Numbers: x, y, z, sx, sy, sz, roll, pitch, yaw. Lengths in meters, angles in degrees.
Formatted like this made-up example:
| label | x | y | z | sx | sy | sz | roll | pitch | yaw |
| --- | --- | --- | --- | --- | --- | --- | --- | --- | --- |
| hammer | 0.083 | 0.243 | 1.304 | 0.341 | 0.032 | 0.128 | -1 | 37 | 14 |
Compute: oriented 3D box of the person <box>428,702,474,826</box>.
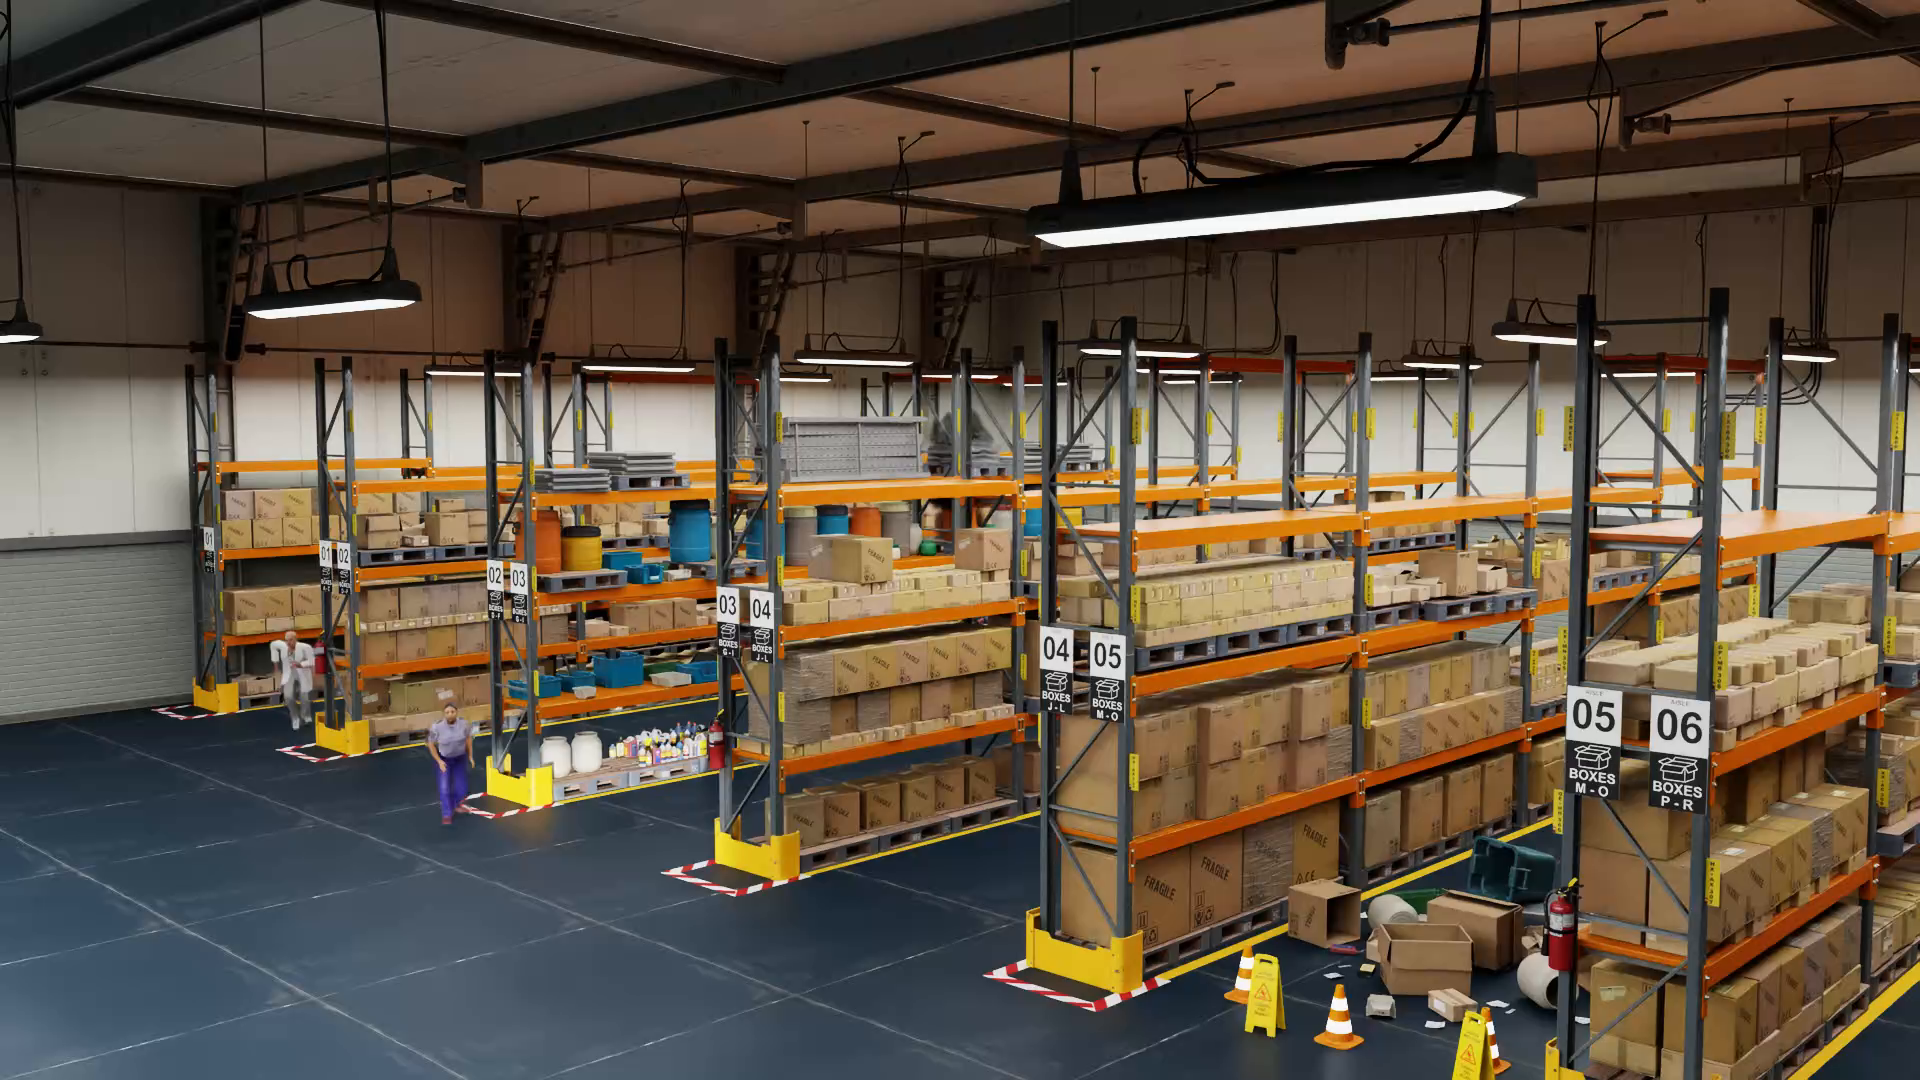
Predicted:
| label | x | y | z | sx | sy | sz | roll | pitch | yaw |
| --- | --- | --- | --- | --- | --- | --- | --- | --- | --- |
| person | -6.420 | 2.790 | 20.926 | 0.610 | 1.572 | 0.717 | -3 | 5 | -36 |

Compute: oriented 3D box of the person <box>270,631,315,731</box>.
| label | x | y | z | sx | sy | sz | roll | pitch | yaw |
| --- | --- | --- | --- | --- | --- | --- | --- | --- | --- |
| person | -10.848 | 2.283 | 27.119 | 0.746 | 1.682 | 1.049 | -1 | 4 | -7 |
